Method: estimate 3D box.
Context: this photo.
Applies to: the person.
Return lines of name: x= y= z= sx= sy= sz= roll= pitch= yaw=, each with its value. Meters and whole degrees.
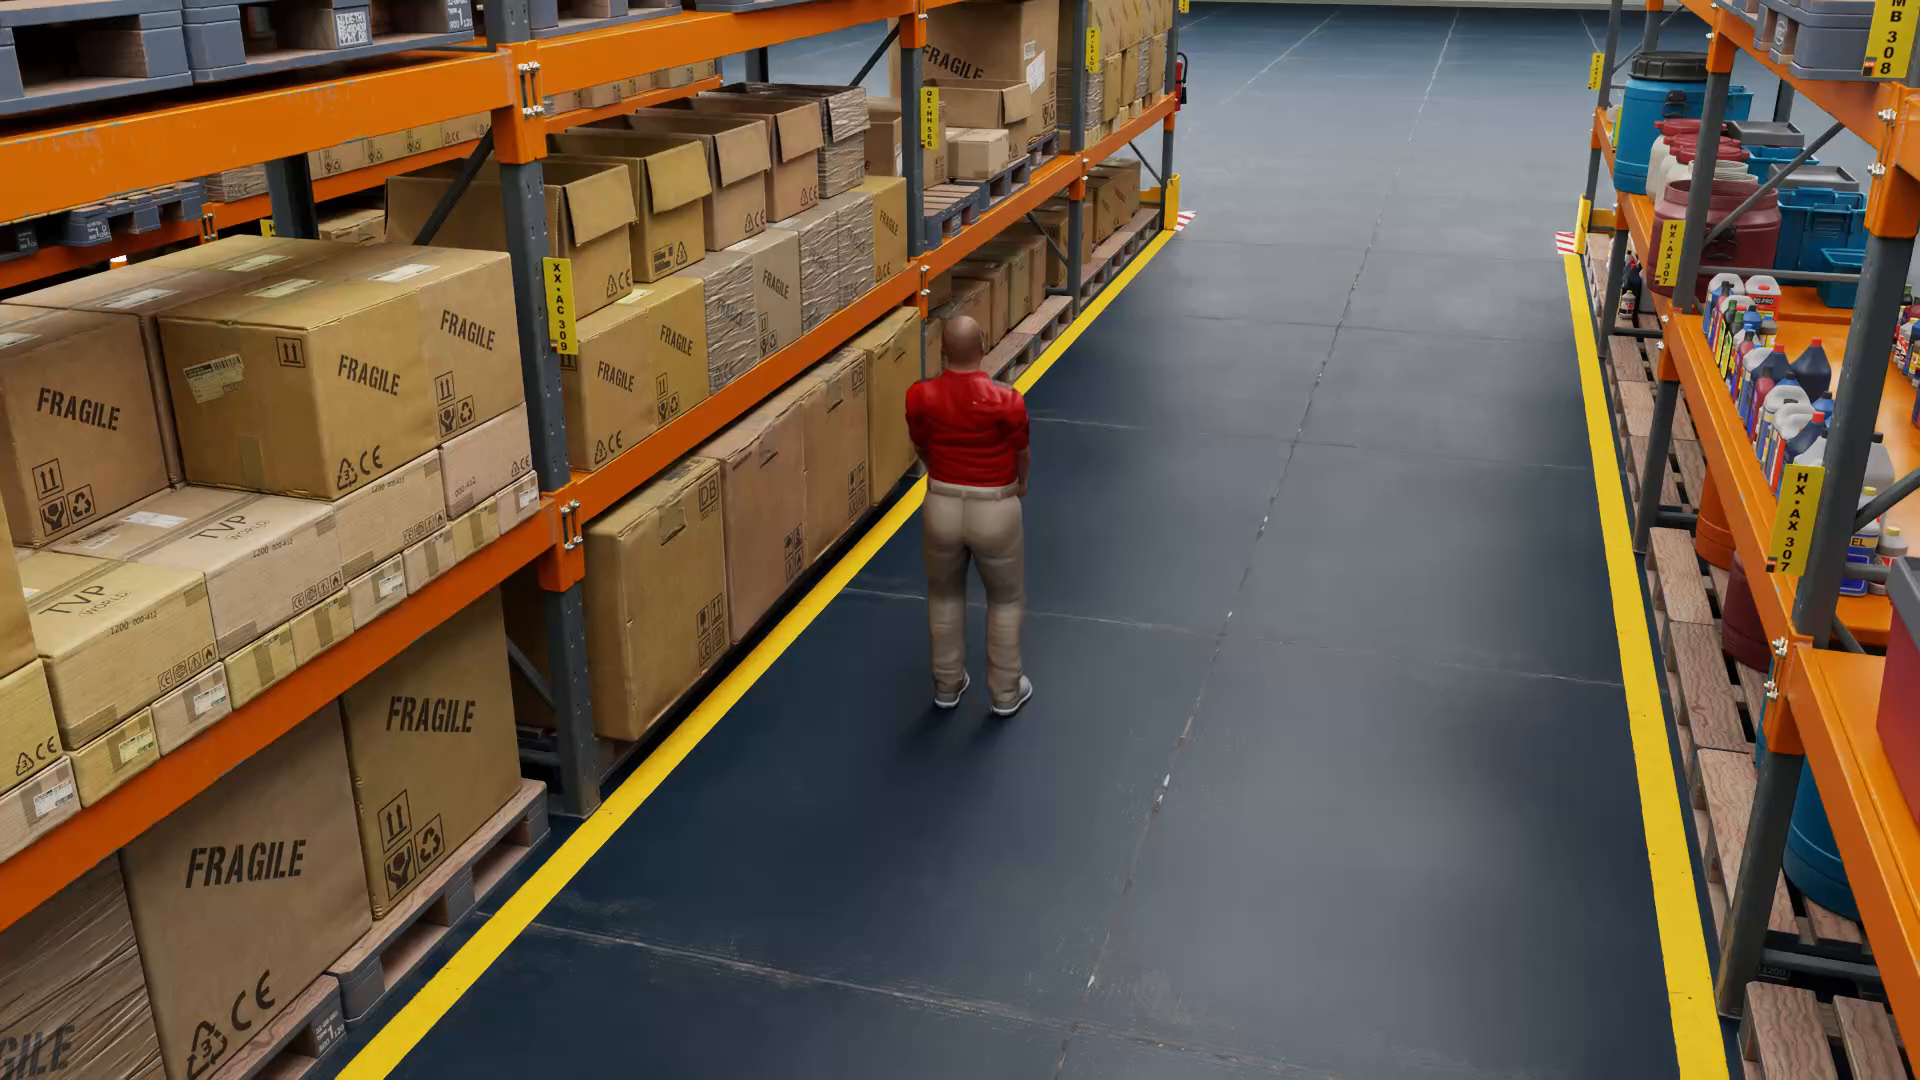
person: x=0.058 y=-0.124 z=6.920 sx=0.503 sy=1.725 sz=0.529 roll=6 pitch=22 yaw=14
